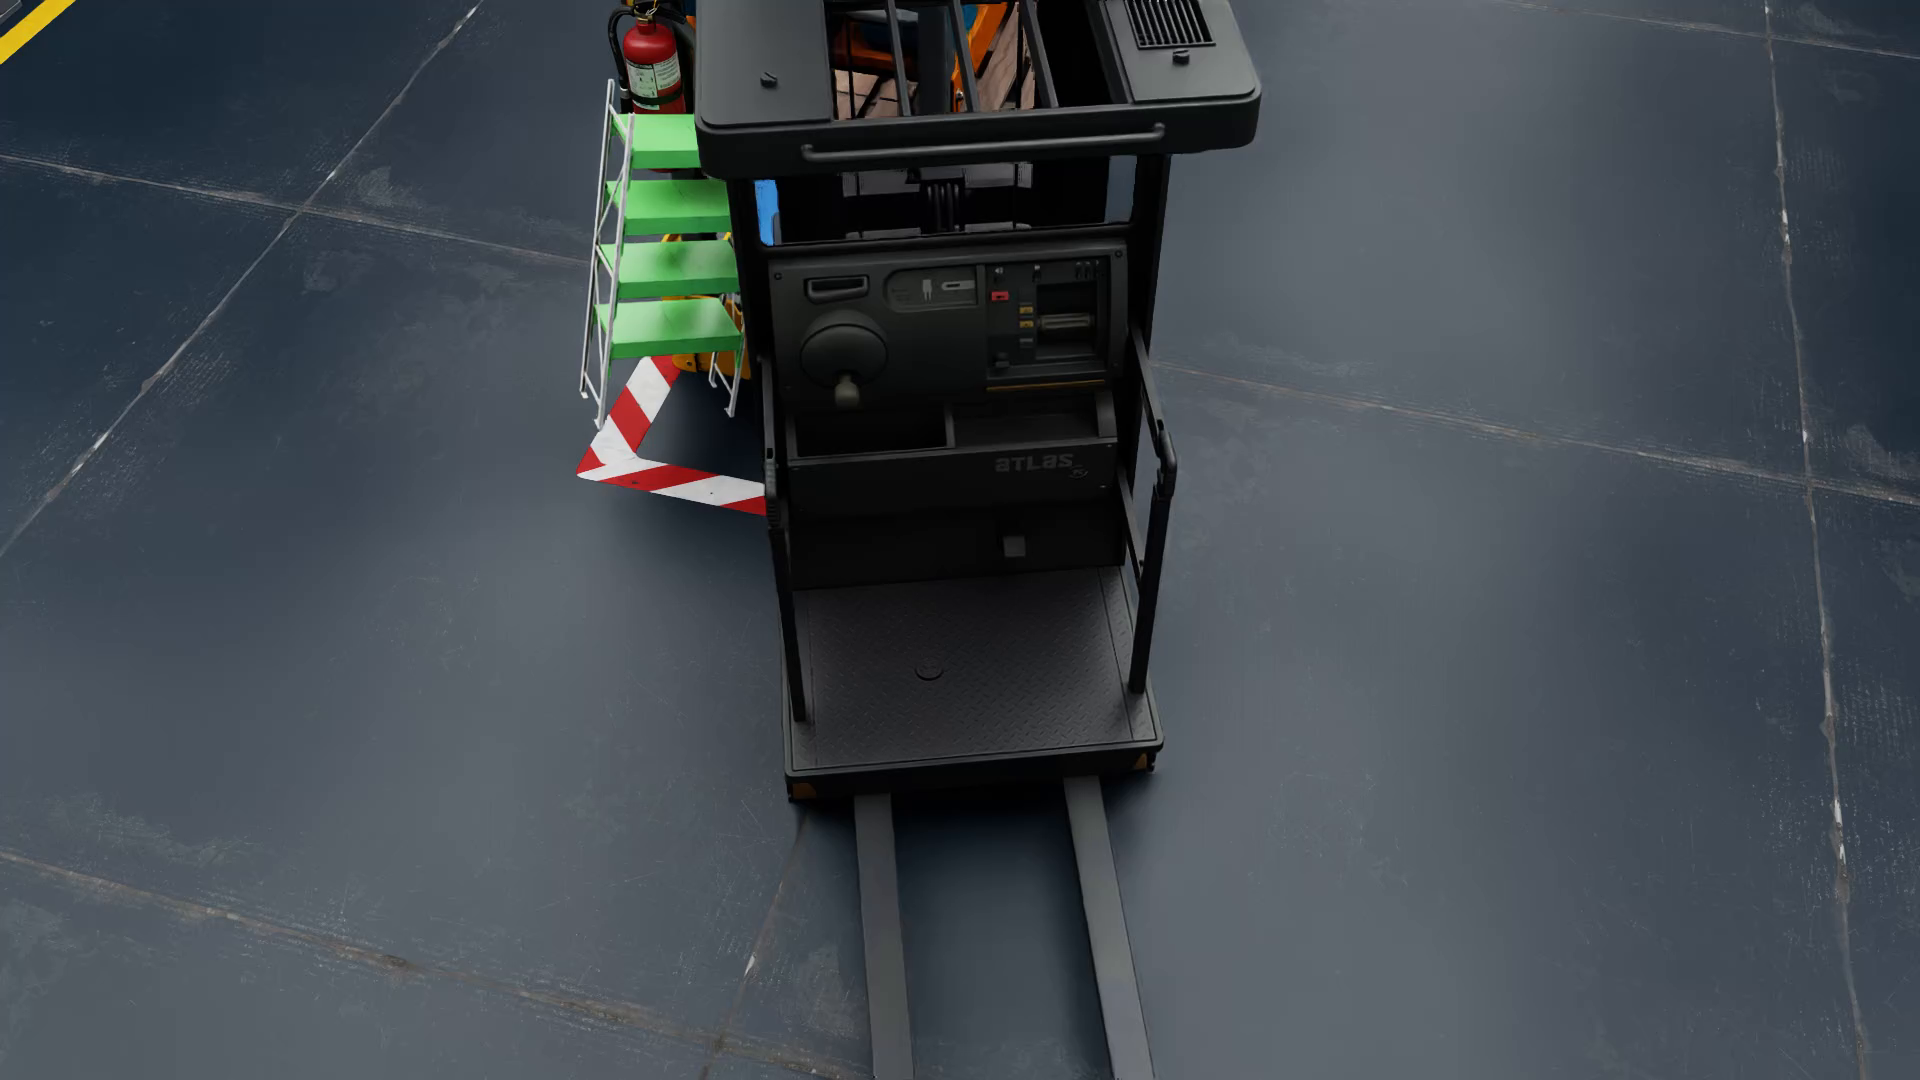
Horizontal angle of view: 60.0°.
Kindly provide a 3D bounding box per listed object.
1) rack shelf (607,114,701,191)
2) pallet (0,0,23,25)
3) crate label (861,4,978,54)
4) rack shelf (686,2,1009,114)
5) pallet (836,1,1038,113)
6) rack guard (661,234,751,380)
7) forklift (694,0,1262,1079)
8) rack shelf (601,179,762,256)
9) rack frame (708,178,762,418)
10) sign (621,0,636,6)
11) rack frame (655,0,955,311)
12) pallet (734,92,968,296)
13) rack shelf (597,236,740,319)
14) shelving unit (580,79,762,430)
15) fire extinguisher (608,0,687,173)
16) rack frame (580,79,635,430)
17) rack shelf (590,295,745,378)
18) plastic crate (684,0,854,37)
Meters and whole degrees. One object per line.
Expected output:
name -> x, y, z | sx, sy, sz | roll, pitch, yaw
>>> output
rack shelf -> -0.877, -1.267, 5.397 | 0.480, 0.148, 0.258 | -8, 43, -27
pallet -> -5.157, -2.330, 7.666 | 1.003, 0.211, 1.213 | 12, 50, 10
crate label -> -0.131, -1.760, 5.374 | 0.416, 0.233, 0.303 | 12, 50, 10
rack shelf -> 0.013, -2.890, 6.780 | 1.077, 0.370, 4.000 | 12, 50, 10
pallet -> 0.064, -2.228, 7.575 | 1.003, 0.211, 1.213 | 12, 50, 10
rack guard -> -0.507, -0.835, 6.153 | 1.175, 0.500, 0.348 | 12, 50, 10
forklift -> -0.001, -0.461, 4.202 | 1.130, 2.935, 3.031 | -4, 49, -4
rack shelf -> -0.929, -1.084, 5.544 | 0.480, 0.148, 0.258 | -8, 43, -27
rack frame -> -0.752, -0.980, 5.764 | 0.015, 1.200, 0.240 | -8, 43, -27
sign -> -1.049, -1.833, 5.258 | 0.100, 0.325, 0.005 | 12, 50, 10
rack frame -> -0.514, -1.682, 5.234 | 1.000, 3.000, 0.127 | 12, 50, 10
pallet -> -0.259, -1.348, 6.799 | 1.003, 0.211, 1.213 | 12, 50, 10
rack shelf -> -0.980, -0.901, 5.690 | 0.480, 0.148, 0.258 | -8, 43, -27
shelving unit -> -0.967, -0.950, 5.651 | 0.503, 1.200, 0.258 | -8, 43, -27
fire extinguisher -> -0.992, -1.513, 5.385 | 0.296, 0.674, 0.183 | 12, 50, 10
rack frame -> -1.181, -0.920, 5.539 | 0.015, 1.200, 0.240 | -8, 43, -27
rack shelf -> -1.032, -0.718, 5.837 | 0.480, 0.148, 0.258 | -8, 43, -27
plastic crate -> -0.606, -1.992, 5.444 | 0.616, 0.435, 0.499 | 12, 50, 10
